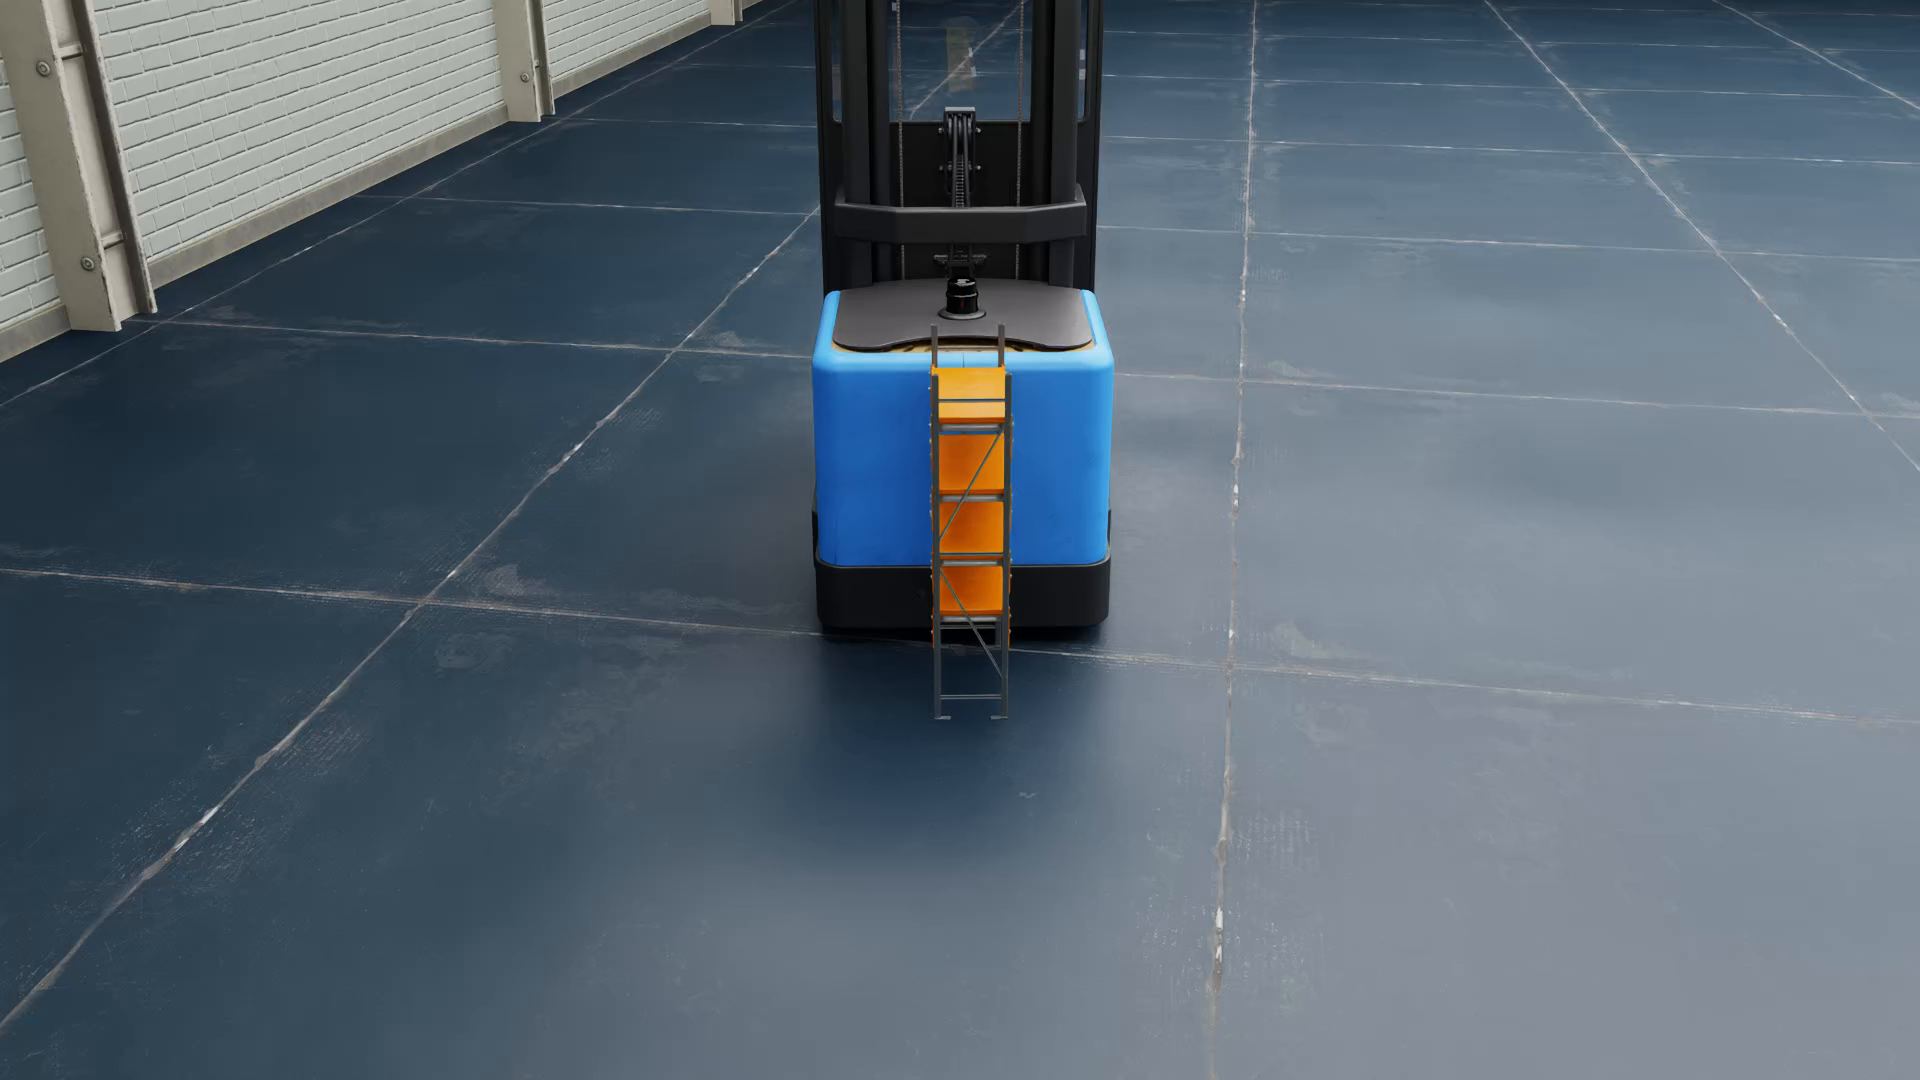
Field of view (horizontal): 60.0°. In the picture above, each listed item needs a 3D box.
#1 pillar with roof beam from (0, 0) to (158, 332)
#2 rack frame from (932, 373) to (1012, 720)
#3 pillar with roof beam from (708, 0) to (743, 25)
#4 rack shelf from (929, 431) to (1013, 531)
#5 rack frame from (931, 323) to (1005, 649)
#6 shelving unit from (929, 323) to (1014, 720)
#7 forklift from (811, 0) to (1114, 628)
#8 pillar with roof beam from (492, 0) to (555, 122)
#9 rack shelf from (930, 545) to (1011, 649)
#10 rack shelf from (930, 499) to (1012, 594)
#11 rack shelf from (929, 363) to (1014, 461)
[{"bbox_3d":[-0.551,-5.026,6.872,9.100,9.000,0.400,4,25,9],"label":"pillar with roof beam"},{"bbox_3d":[0.036,0.047,5.235,0.240,1.200,0.015,0,25,-1],"label":"rack frame"},{"bbox_3d":[1.410,-10.045,17.594,9.100,9.000,0.400,4,25,9],"label":"pillar with roof beam"},{"bbox_3d":[0.031,-0.198,5.389,0.258,0.148,0.480,0,25,-1],"label":"rack shelf"},{"bbox_3d":[0.026,-0.160,5.676,0.240,1.200,0.015,0,25,-1],"label":"rack frame"},{"bbox_3d":[0.031,-0.057,5.456,0.258,1.200,0.503,0,25,-1],"label":"shelving unit"},{"bbox_3d":[-0.009,-1.593,6.696,1.130,2.935,3.031,0,25,-1],"label":"forklift"},{"bbox_3d":[0.430,-7.535,12.233,9.100,9.000,0.400,4,25,9],"label":"pillar with roof beam"},{"bbox_3d":[0.031,0.184,5.568,0.258,0.148,0.480,0,25,-1],"label":"rack shelf"},{"bbox_3d":[0.031,0.004,5.484,0.258,0.148,0.480,0,25,-1],"label":"rack shelf"},{"bbox_3d":[0.031,-0.412,5.289,0.258,0.148,0.480,0,25,-1],"label":"rack shelf"}]
